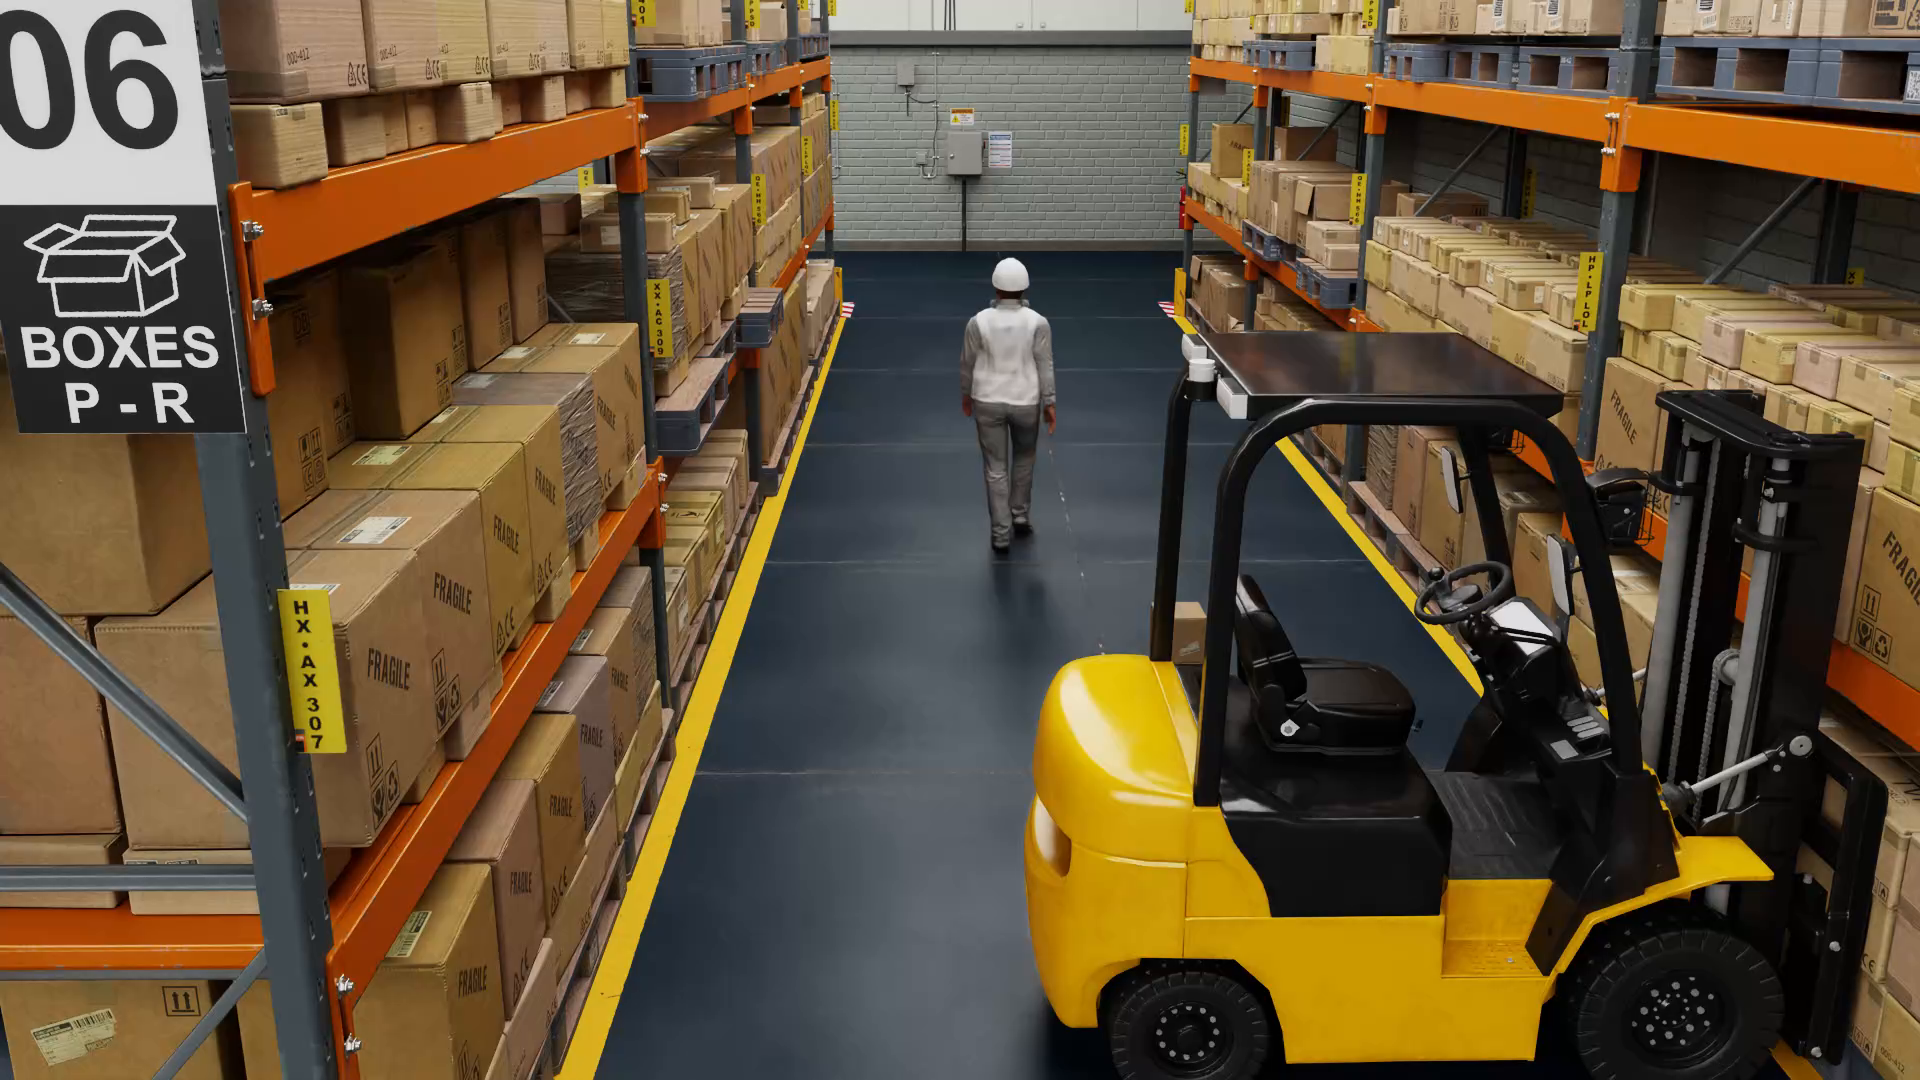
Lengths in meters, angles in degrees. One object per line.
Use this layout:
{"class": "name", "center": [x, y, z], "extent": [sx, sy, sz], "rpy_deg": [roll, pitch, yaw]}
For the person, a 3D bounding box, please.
{"class": "person", "center": [0.286, -0.842, 10.292], "extent": [0.584, 1.818, 0.715], "rpy_deg": [-1, 17, -3]}
